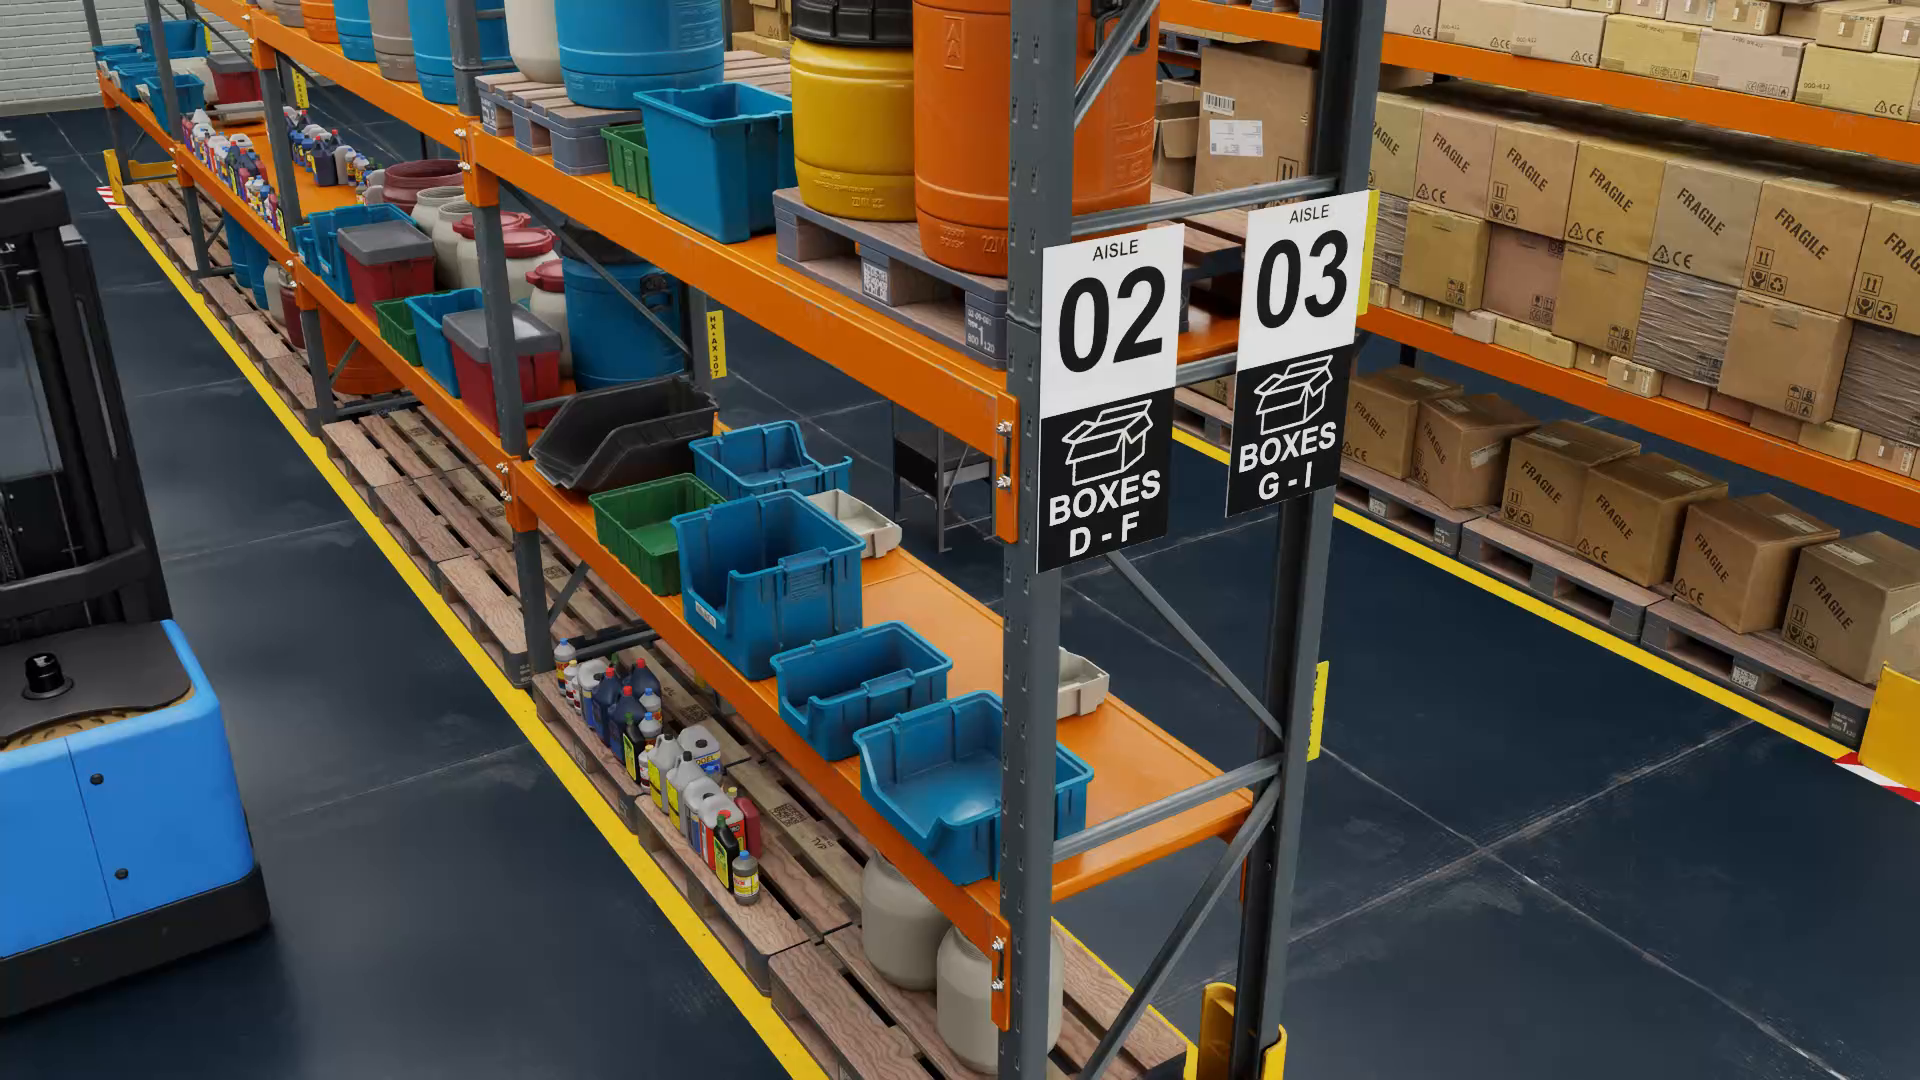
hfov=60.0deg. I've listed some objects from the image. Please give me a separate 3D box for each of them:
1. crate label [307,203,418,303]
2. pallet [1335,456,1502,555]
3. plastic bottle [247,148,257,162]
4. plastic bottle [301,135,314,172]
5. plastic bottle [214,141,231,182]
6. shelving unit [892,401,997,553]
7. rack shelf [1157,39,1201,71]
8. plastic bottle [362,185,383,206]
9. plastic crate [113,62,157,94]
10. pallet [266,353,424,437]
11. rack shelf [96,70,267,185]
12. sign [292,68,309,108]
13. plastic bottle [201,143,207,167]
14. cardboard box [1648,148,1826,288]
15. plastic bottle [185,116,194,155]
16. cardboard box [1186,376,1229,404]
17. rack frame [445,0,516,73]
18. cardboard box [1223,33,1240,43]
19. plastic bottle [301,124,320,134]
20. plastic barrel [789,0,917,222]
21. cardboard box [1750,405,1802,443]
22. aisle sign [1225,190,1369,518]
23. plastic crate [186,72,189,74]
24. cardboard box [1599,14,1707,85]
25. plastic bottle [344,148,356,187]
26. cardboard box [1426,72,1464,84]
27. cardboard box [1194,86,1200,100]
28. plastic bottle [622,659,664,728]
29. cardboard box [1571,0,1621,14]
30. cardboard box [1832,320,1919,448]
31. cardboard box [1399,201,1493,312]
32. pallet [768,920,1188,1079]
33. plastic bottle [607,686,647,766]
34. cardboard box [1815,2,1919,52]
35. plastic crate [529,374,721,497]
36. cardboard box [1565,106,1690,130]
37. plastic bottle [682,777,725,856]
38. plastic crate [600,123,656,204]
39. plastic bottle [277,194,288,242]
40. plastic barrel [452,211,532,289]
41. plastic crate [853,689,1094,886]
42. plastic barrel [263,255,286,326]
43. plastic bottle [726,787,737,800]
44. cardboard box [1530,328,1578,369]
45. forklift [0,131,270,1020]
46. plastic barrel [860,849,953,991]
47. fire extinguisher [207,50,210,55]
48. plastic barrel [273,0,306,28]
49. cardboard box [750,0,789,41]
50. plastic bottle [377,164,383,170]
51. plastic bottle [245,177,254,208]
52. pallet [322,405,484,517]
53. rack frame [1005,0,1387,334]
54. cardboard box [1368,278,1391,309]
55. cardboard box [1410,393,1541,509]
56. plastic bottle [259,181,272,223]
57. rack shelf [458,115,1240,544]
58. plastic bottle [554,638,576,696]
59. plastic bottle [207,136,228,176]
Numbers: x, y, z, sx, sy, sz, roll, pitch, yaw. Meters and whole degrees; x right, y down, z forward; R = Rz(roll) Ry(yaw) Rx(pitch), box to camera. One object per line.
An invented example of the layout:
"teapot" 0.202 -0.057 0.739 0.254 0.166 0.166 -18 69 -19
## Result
"crate label" -3.495 -1.700 9.797 0.502 0.435 0.616 -16 29 -30
"pallet" 2.919 -0.333 10.209 1.003 0.211 1.213 -16 29 -30
"plastic bottle" -5.161 -2.723 12.155 0.097 0.271 0.097 0 25 0
"plastic bottle" -4.928 -2.932 12.597 0.097 0.271 0.097 0 25 0
"plastic bottle" -5.428 -2.809 12.332 0.152 0.276 0.135 -16 29 -30
"shelving unit" -0.090 -1.009 9.427 0.431 2.100 0.503 -16 29 -30
"rack shelf" 3.459 -4.767 17.176 1.077 0.370 4.000 -16 29 -30
"plastic bottle" -3.903 -2.241 11.129 0.152 0.276 0.135 -16 29 -30
"plastic crate" -7.600 -4.280 15.428 0.416 0.233 0.300 -16 29 -30
"pallet" -4.276 -1.114 11.862 1.003 0.211 1.213 -16 29 -30
"rack shelf" -7.086 -3.923 15.390 1.077 0.370 4.000 -16 29 -30
"sign" -5.532 -3.786 13.932 0.100 0.325 0.005 -16 29 -30
"plastic bottle" -5.767 -2.976 12.772 0.097 0.201 0.097 0 25 0
"cardboard box" 3.651 -1.523 7.827 0.500 0.500 0.500 -16 29 -30
"plastic bottle" -6.078 -3.202 13.157 0.061 0.283 0.133 -16 29 -30
"cardboard box" 1.961 -1.294 11.391 0.700 0.500 0.500 -16 29 -30
"rack frame" -1.627 -3.385 6.379 1.000 3.000 0.127 -16 29 -30
"cardboard box" 2.914 -5.170 16.990 0.380 0.149 0.250 -16 30 -30
"plastic bottle" -5.033 -3.101 12.950 0.152 0.276 0.135 -16 29 -30
"plastic barrel" -0.172 -1.251 4.660 0.600 0.588 0.600 0 25 0
"cardboard box" 3.939 -0.596 7.793 0.380 0.149 0.250 -16 29 -30
"aisle sign" 0.842 -0.459 4.164 0.394 0.787 0.004 -16 29 -30
"plastic crate" -7.085 -4.320 15.626 0.298 0.136 0.250 -16 29 -30
"cardboard box" 3.404 -2.339 7.854 0.500 0.250 0.500 -16 30 -30
"plastic bottle" -4.447 -2.736 12.182 0.097 0.271 0.097 0 25 0
"cardboard box" 4.569 -4.198 15.013 0.500 0.500 0.500 -15 29 -29
"cardboard box" 2.842 -4.690 17.729 0.500 0.250 0.500 -15 29 -28
"plastic bottle" -1.413 0.679 7.386 0.144 0.351 0.185 -16 29 -30
"cardboard box" 3.186 -2.649 8.043 0.380 0.149 0.250 -16 30 -31
"cardboard box" 4.429 -0.778 7.420 0.875 0.500 0.500 -16 29 -30
"cardboard box" 2.960 -1.644 9.252 0.875 0.500 0.500 -16 29 -30
"pallet" 0.037 1.712 5.877 1.003 0.211 1.213 -16 29 -30
"plastic bottle" -1.431 0.780 7.172 0.144 0.351 0.185 -17 30 -32
"cardboard box" 3.852 -2.168 7.024 0.380 0.149 0.250 -15 29 -29
"plastic crate" -1.448 -0.427 7.214 0.767 0.338 0.504 -16 29 -30
"cardboard box" 3.545 -2.004 8.844 0.500 0.500 0.500 -16 29 -30
"plastic bottle" -1.003 1.091 6.601 0.152 0.276 0.135 -16 30 -31
"plastic crate" -0.994 -1.305 5.735 0.336 0.188 0.450 -16 29 -30
"plastic bottle" -4.389 -2.095 10.811 0.061 0.283 0.133 -16 29 -30
"plastic barrel" -2.602 -1.544 9.348 0.433 0.535 0.433 0 25 0
"plastic crate" 0.033 0.717 4.892 0.499 0.251 0.616 -16 29 -30
"plastic barrel" -5.091 -1.924 12.734 0.421 0.512 0.421 0 25 0
"plastic bottle" -0.909 1.089 6.693 0.097 0.201 0.097 0 25 0
"cardboard box" 3.218 -1.032 8.717 0.380 0.149 0.250 -16 29 -30
"forklift" -3.932 -0.181 6.701 1.130 2.935 3.031 -16 30 -31
"plastic barrel" -0.140 1.297 5.911 0.421 0.512 0.421 0 25 0
"fire extinguisher" -7.879 -4.920 17.187 0.296 0.674 0.183 -16 29 -30
"plastic barrel" -3.544 -3.342 9.214 0.600 0.901 0.600 0 25 0
"cardboard box" -1.489 -4.960 15.451 0.797 0.503 0.637 -16 30 -31
"plastic bottle" -4.063 -2.504 11.677 0.061 0.283 0.133 -16 29 -30
"plastic bottle" -4.934 -2.430 11.616 0.097 0.201 0.097 0 25 0
"pallet" -3.420 -0.556 10.680 1.003 0.211 1.213 -16 29 -30
"rack frame" 0.557 -1.954 3.348 1.000 3.000 0.127 -16 29 -30
"cardboard box" 2.514 -1.473 9.651 0.380 0.149 0.250 -16 29 -30
"cardboard box" 3.027 -0.530 9.796 0.500 0.500 0.500 -6 26 -13
"plastic bottle" -4.669 -2.287 11.233 0.097 0.271 0.097 0 25 0
"rack shelf" -0.535 -0.988 5.658 1.077 0.370 4.000 -16 29 -30
"plastic bottle" -1.820 0.579 7.690 0.097 0.271 0.097 0 25 0
"plastic bottle" -5.555 -2.892 12.507 0.152 0.276 0.135 -16 29 -30
